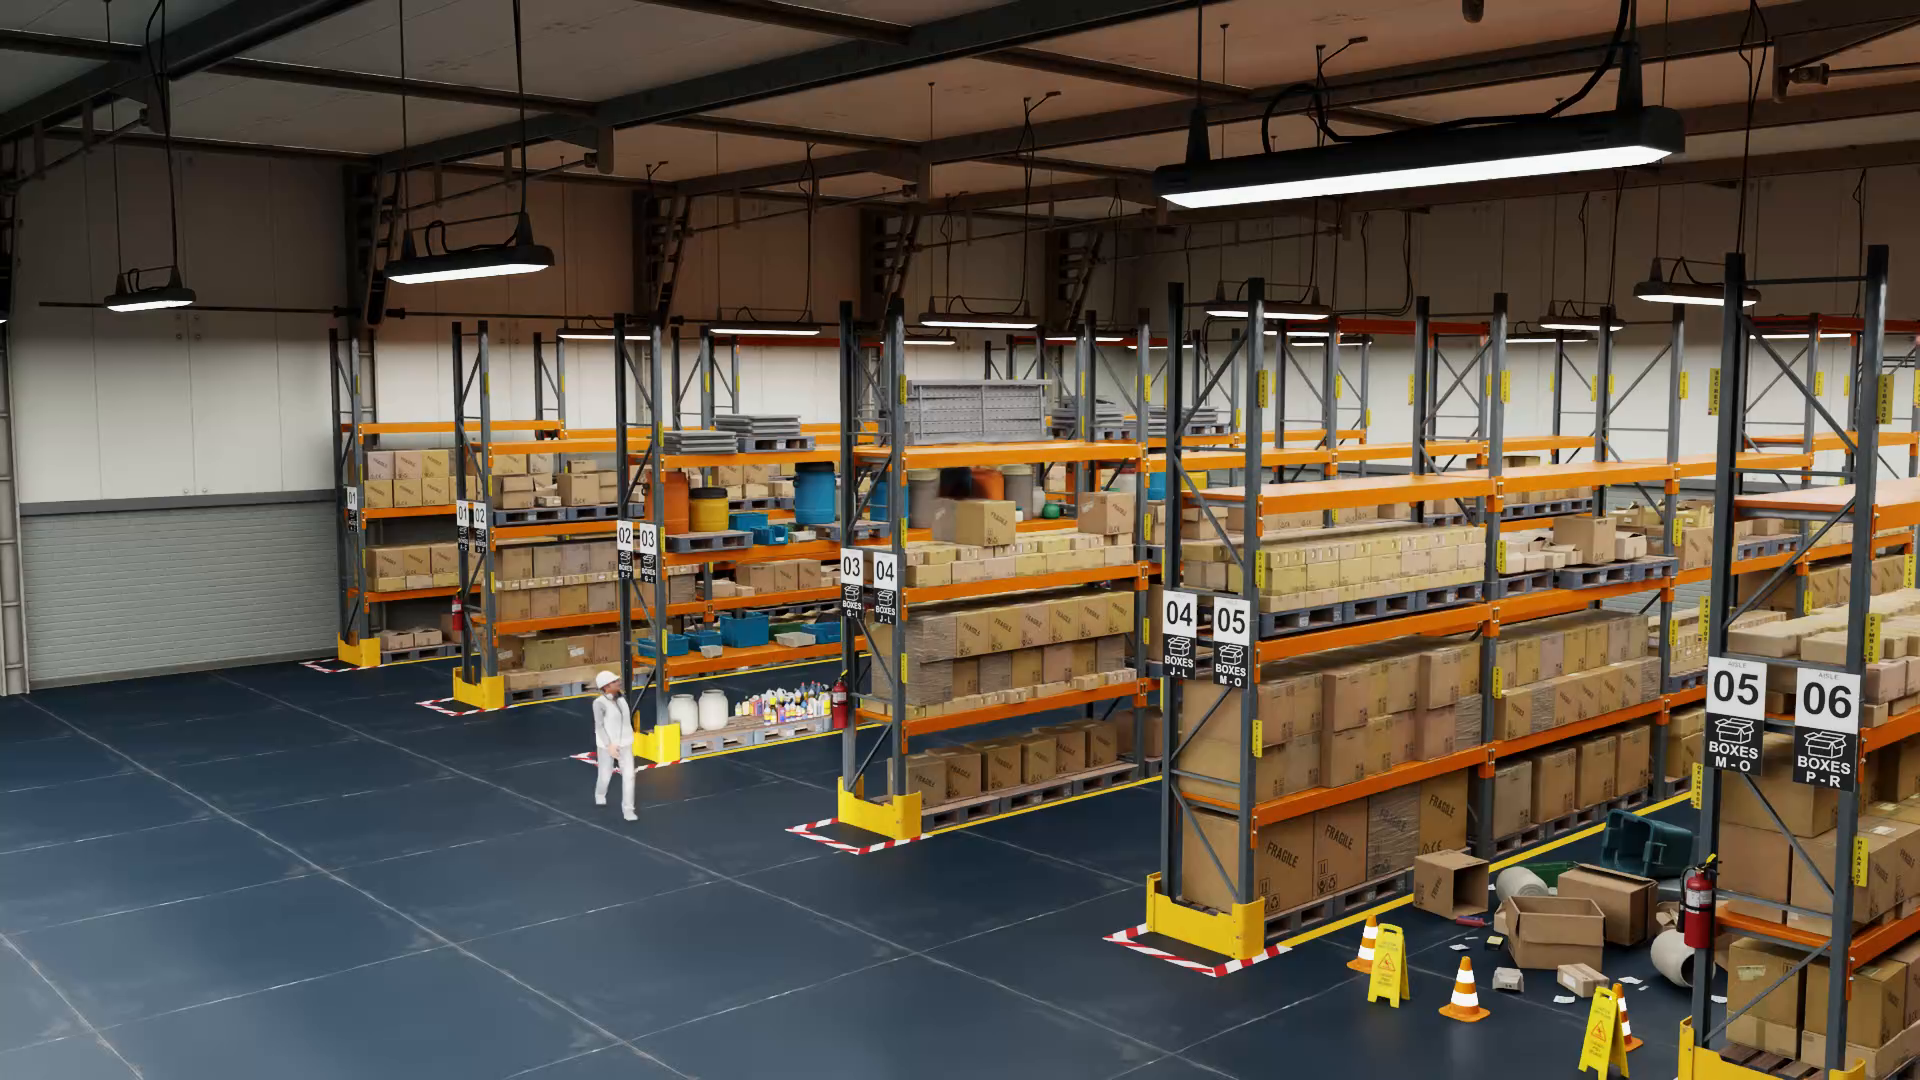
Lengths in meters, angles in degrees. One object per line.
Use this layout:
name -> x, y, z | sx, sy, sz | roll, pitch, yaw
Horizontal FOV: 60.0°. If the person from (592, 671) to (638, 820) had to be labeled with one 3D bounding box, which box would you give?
person -> -4.074, 2.386, 19.522 | 0.487, 1.720, 0.956 | -3, 6, -27
